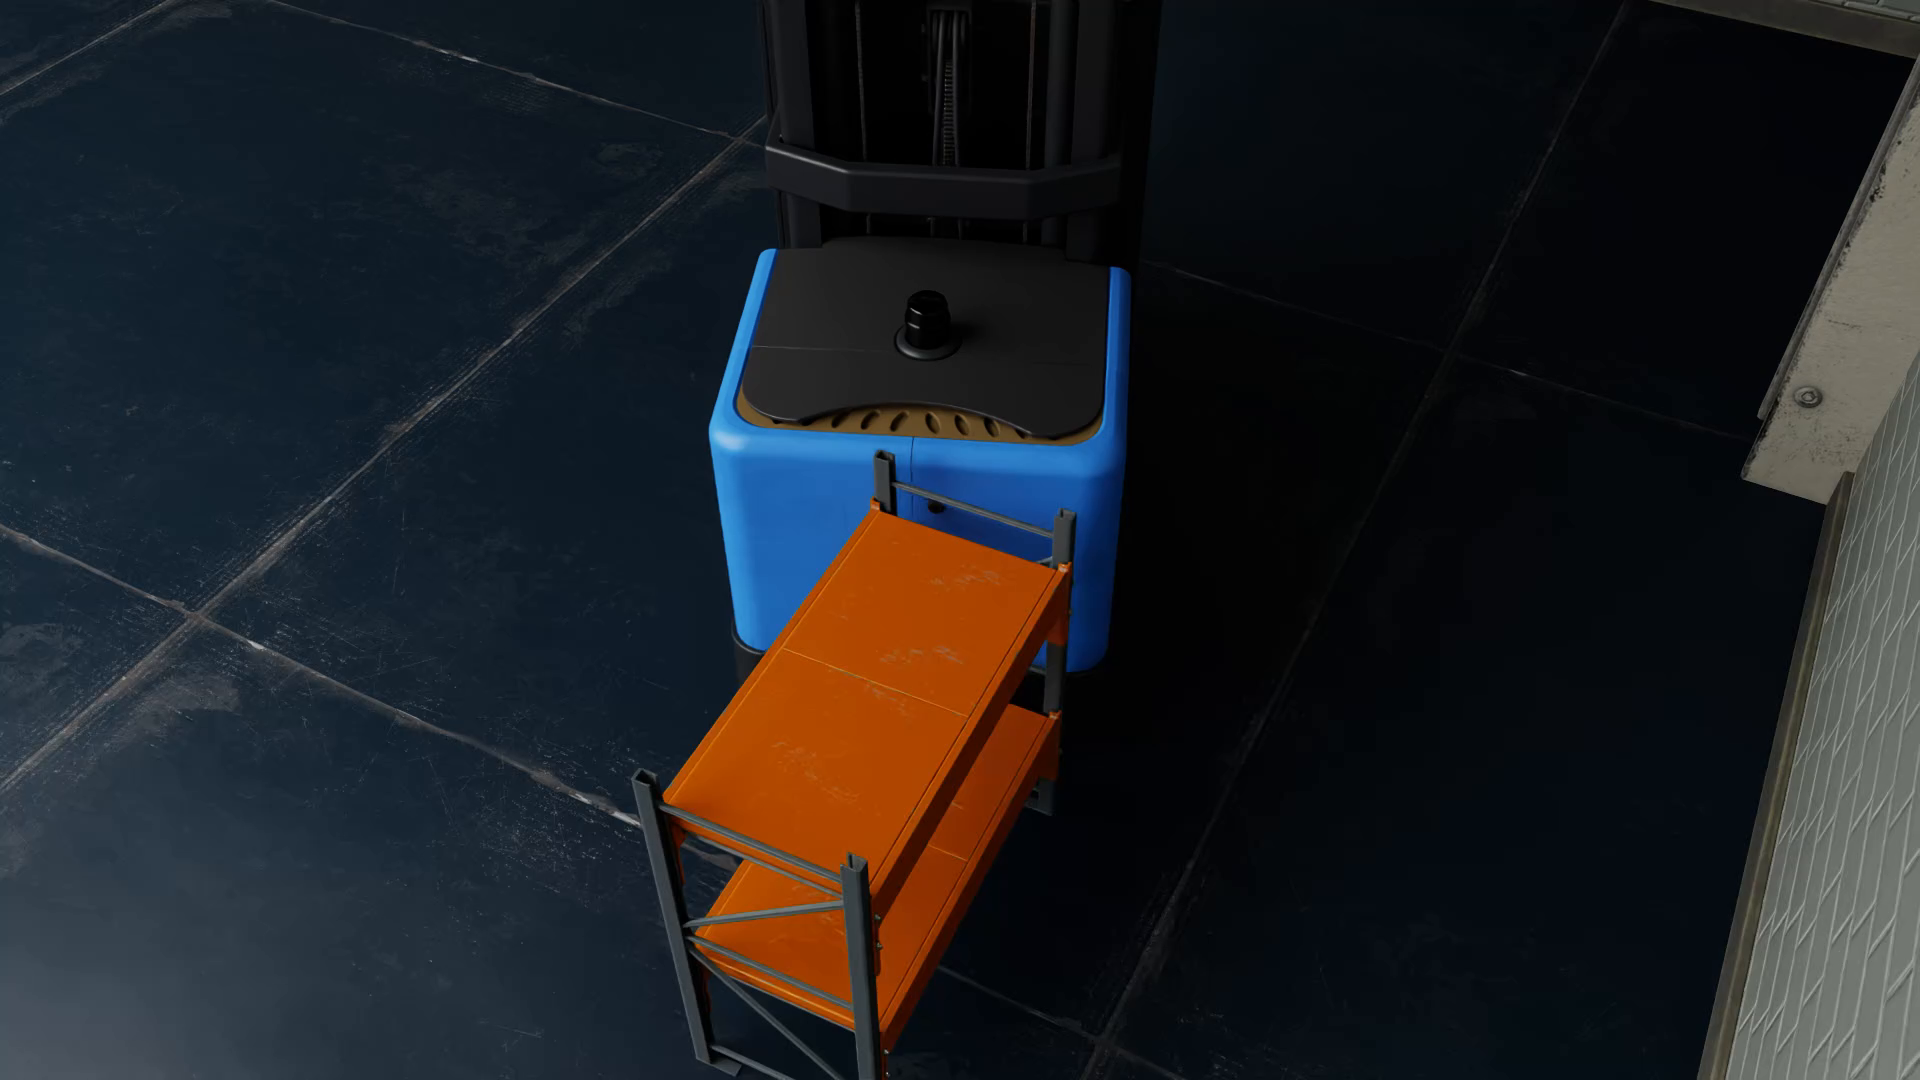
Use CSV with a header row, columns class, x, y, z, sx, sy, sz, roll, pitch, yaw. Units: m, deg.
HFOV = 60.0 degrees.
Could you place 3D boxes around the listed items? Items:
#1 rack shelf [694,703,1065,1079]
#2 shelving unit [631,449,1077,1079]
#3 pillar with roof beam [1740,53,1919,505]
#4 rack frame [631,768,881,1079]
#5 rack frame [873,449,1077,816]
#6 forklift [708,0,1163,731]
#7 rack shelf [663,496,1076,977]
class,x,y,z,sx,sy,sz,roll,pitch,yaw
rack shelf,-0.187,0.768,4.044,0.538,0.278,1.000,19,48,17
shelving unit,-0.187,0.596,3.870,0.538,1.125,1.048,19,48,17
pillar with roof beam,-1.028,-4.862,3.728,9.100,9.000,0.400,20,49,19
rack frame,-0.404,0.923,3.547,0.500,1.125,0.032,19,48,17
rack frame,0.030,0.269,4.194,0.500,1.125,0.032,19,48,17
forklift,0.019,-1.547,4.718,1.130,2.935,3.031,4,45,4
rack shelf,-0.187,0.390,3.662,0.538,0.278,1.000,19,48,17
